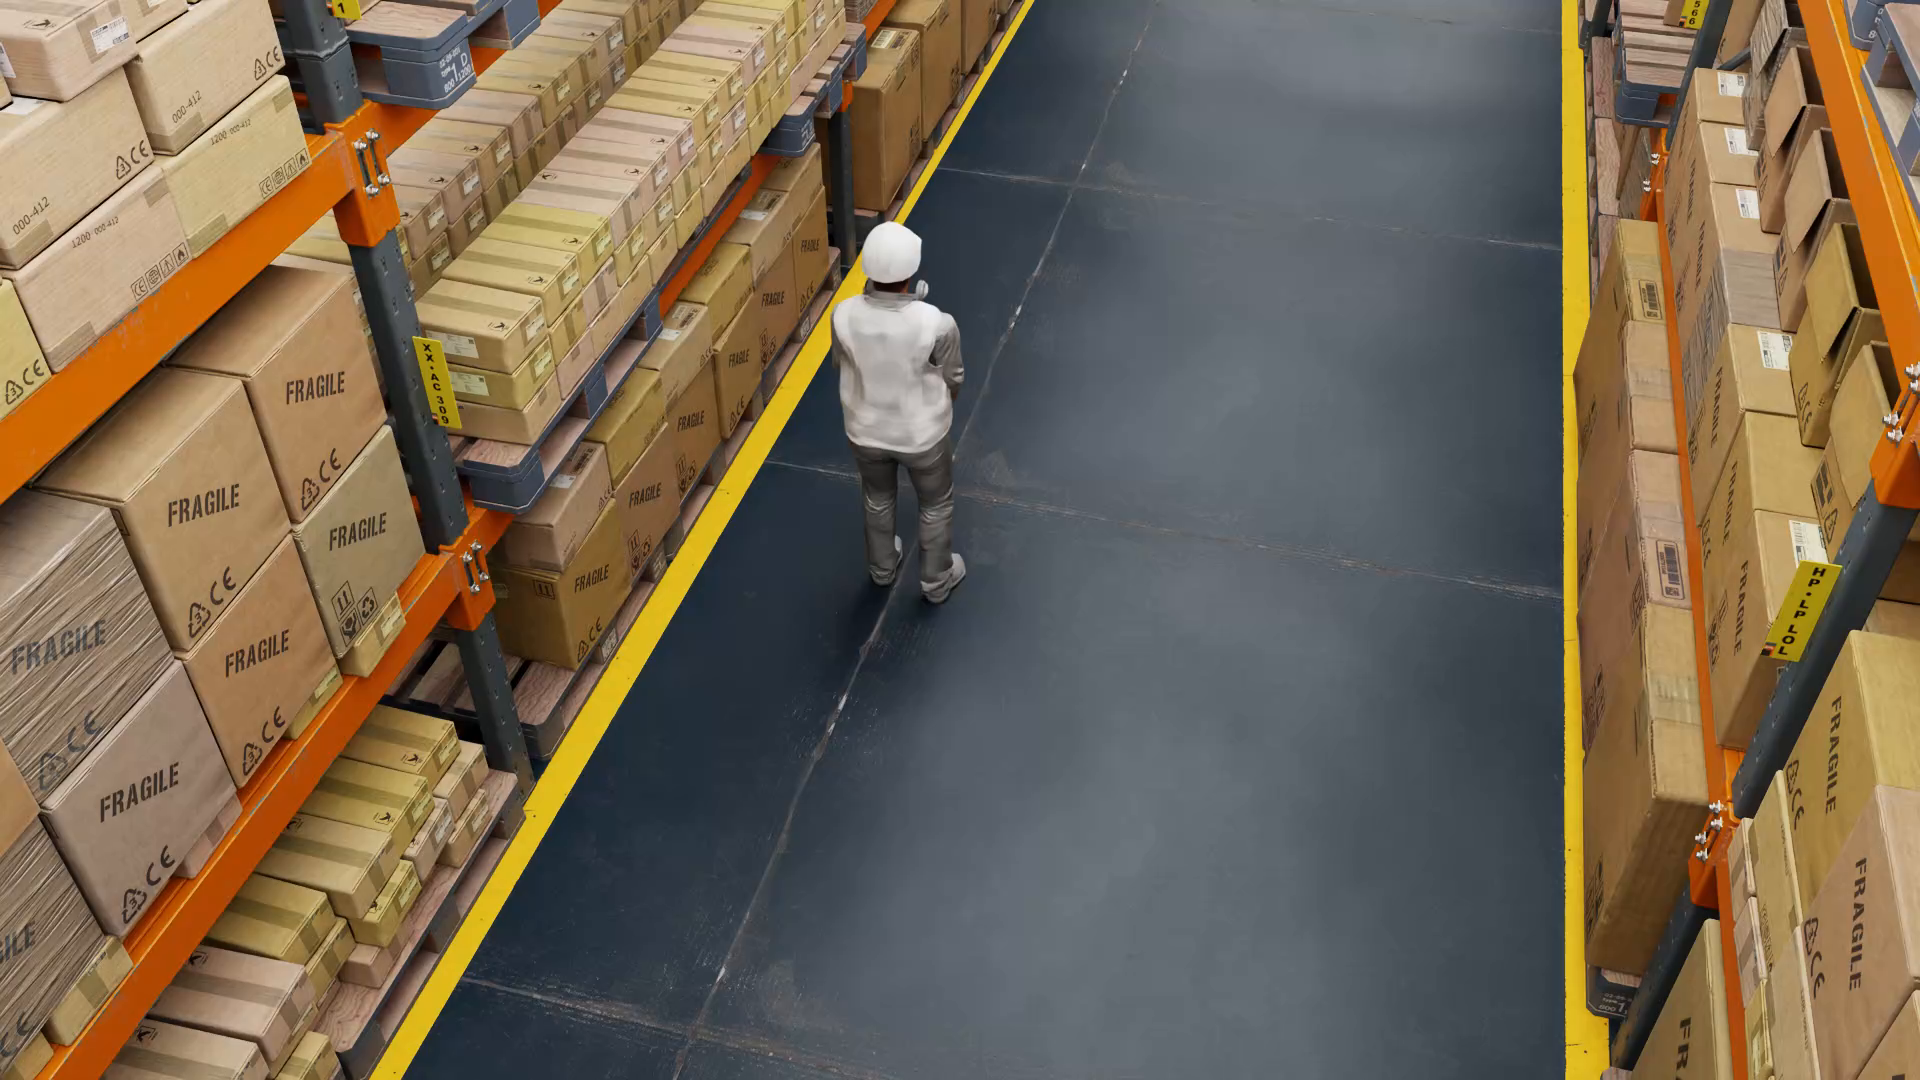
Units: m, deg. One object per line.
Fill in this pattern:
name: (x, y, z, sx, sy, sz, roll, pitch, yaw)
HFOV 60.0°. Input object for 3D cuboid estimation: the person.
person: (-0.258, -0.495, 6.712, 0.593, 1.771, 0.474, 8, 41, 9)
